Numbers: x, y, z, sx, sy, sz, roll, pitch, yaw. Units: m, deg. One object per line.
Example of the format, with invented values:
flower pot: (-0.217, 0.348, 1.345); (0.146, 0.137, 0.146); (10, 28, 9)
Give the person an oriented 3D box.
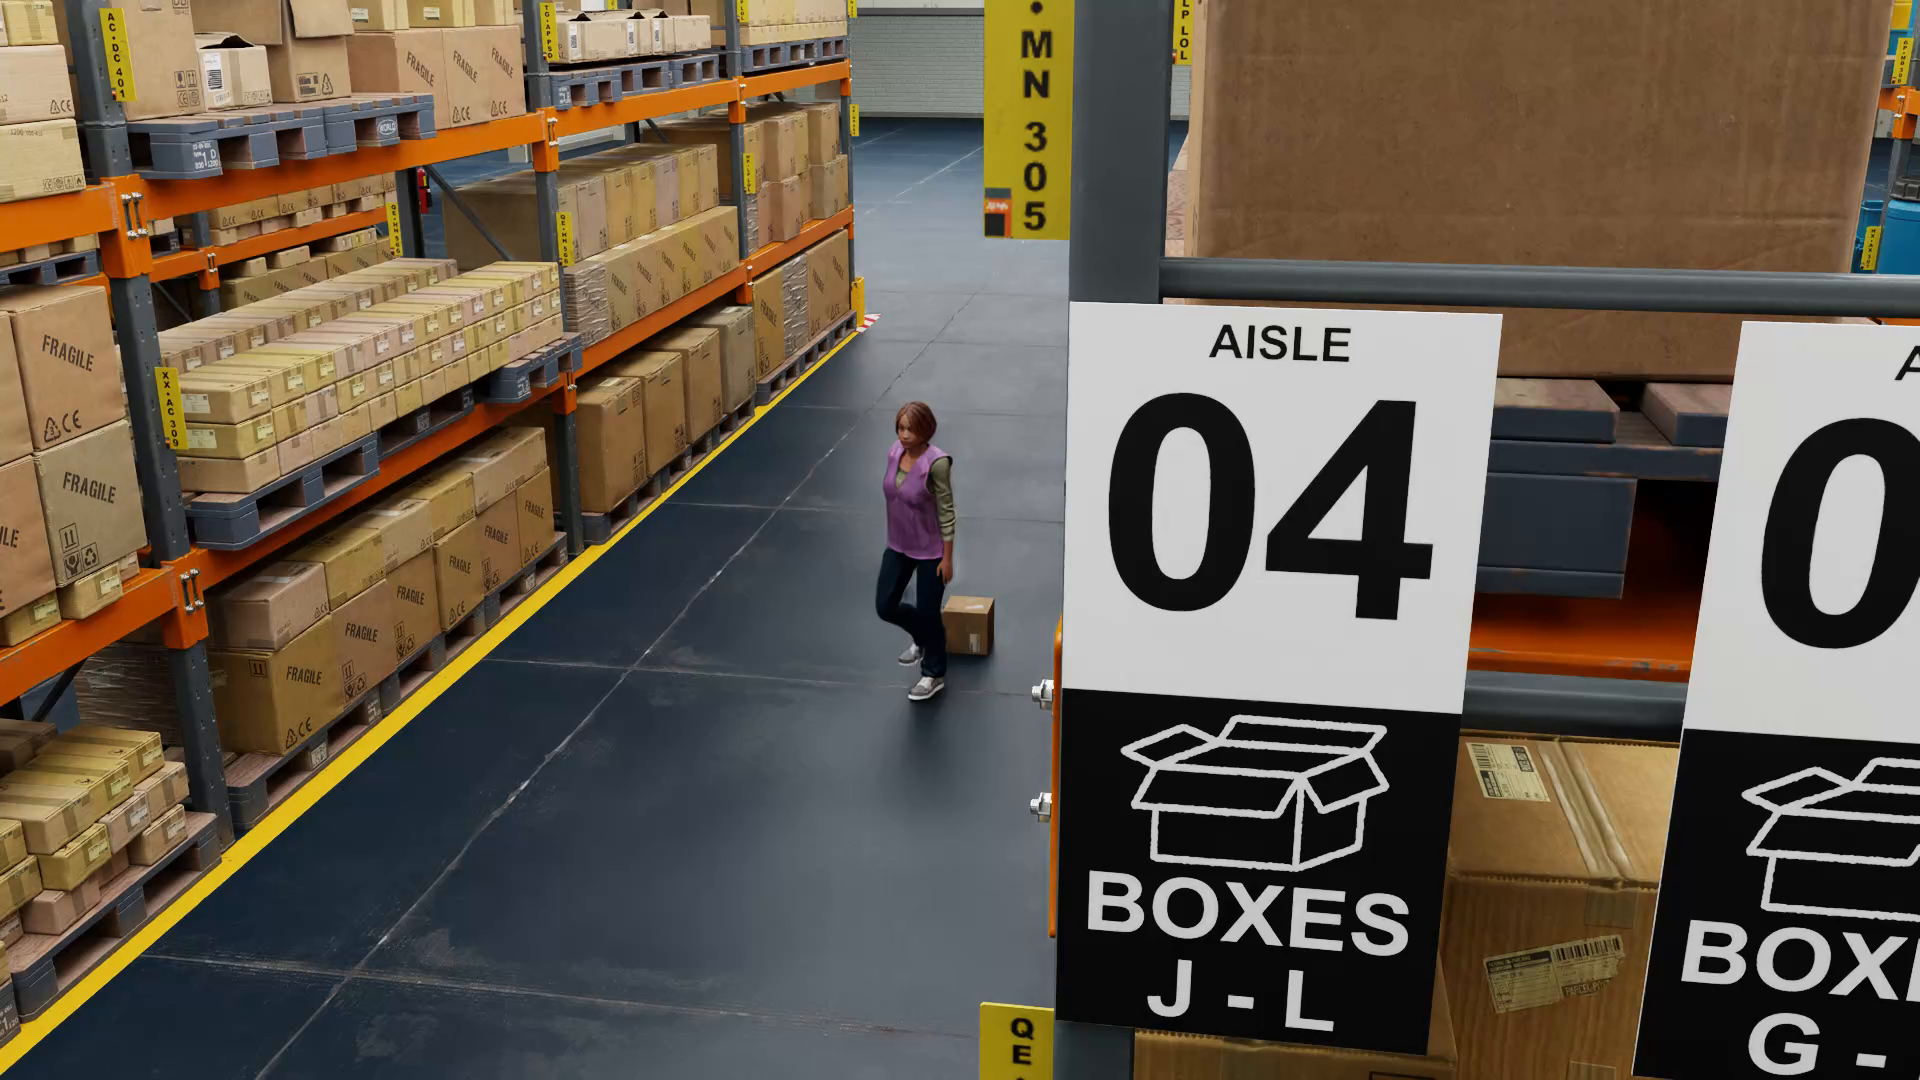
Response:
person: (-0.181, 0.050, 8.414); (0.472, 1.575, 0.456); (14, 23, 37)
